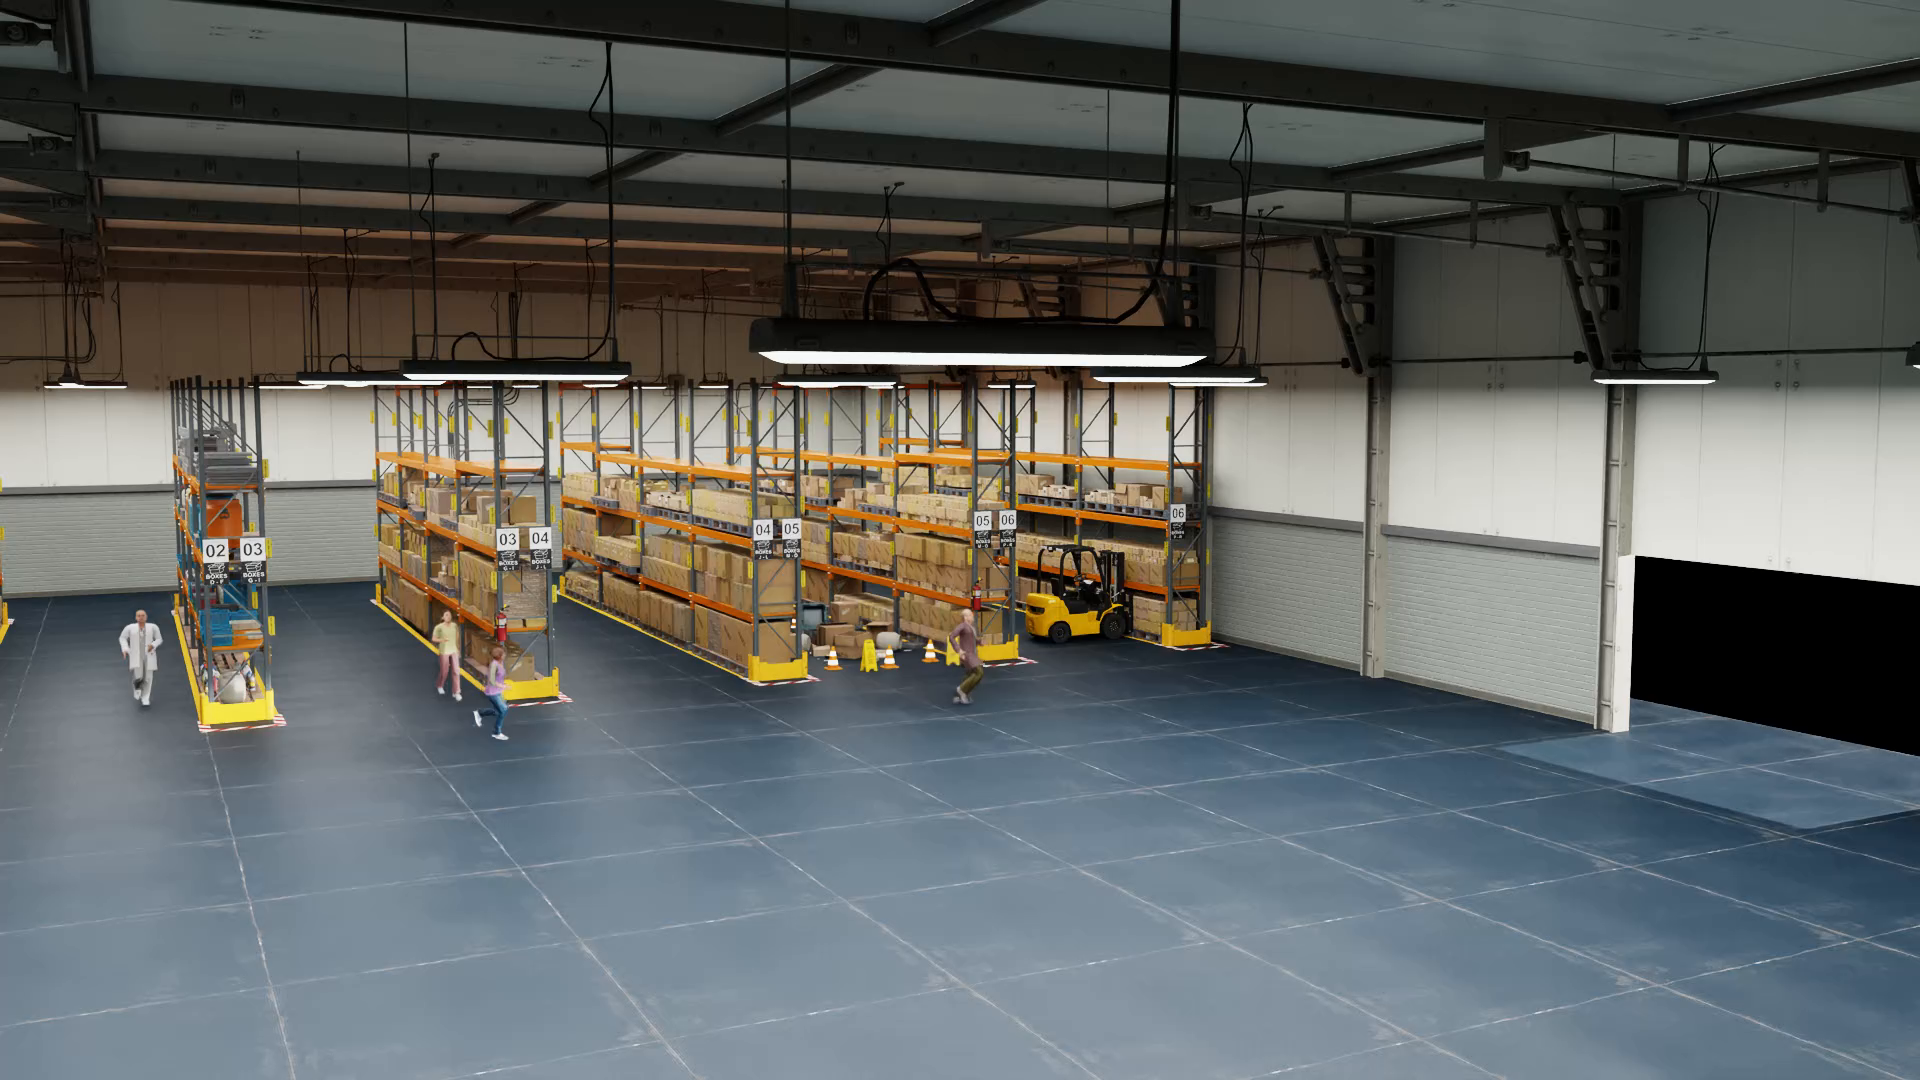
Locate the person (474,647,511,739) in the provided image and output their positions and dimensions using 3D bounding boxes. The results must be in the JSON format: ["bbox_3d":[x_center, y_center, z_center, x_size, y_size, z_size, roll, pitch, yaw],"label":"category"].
[{"bbox_3d":[-7.695,2.536,27.423,0.652,1.553,0.576,0,5,-2],"label":"person"}]

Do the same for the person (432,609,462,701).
[{"bbox_3d":[-9.514,2.112,30.902,0.580,1.659,0.936,-4,6,-38],"label":"person"}]

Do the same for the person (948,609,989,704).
[{"bbox_3d":[0.199,2.134,30.427,0.695,1.741,0.693,2,5,19],"label":"person"}]

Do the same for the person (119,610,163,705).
[{"bbox_3d":[-14.960,2.154,30.427,0.702,1.738,0.627,-3,6,-31],"label":"person"}]

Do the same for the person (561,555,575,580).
[{"bbox_3d":[-11.484,0.600,48.738,0.520,1.561,0.650,0,5,1],"label":"person"}]
